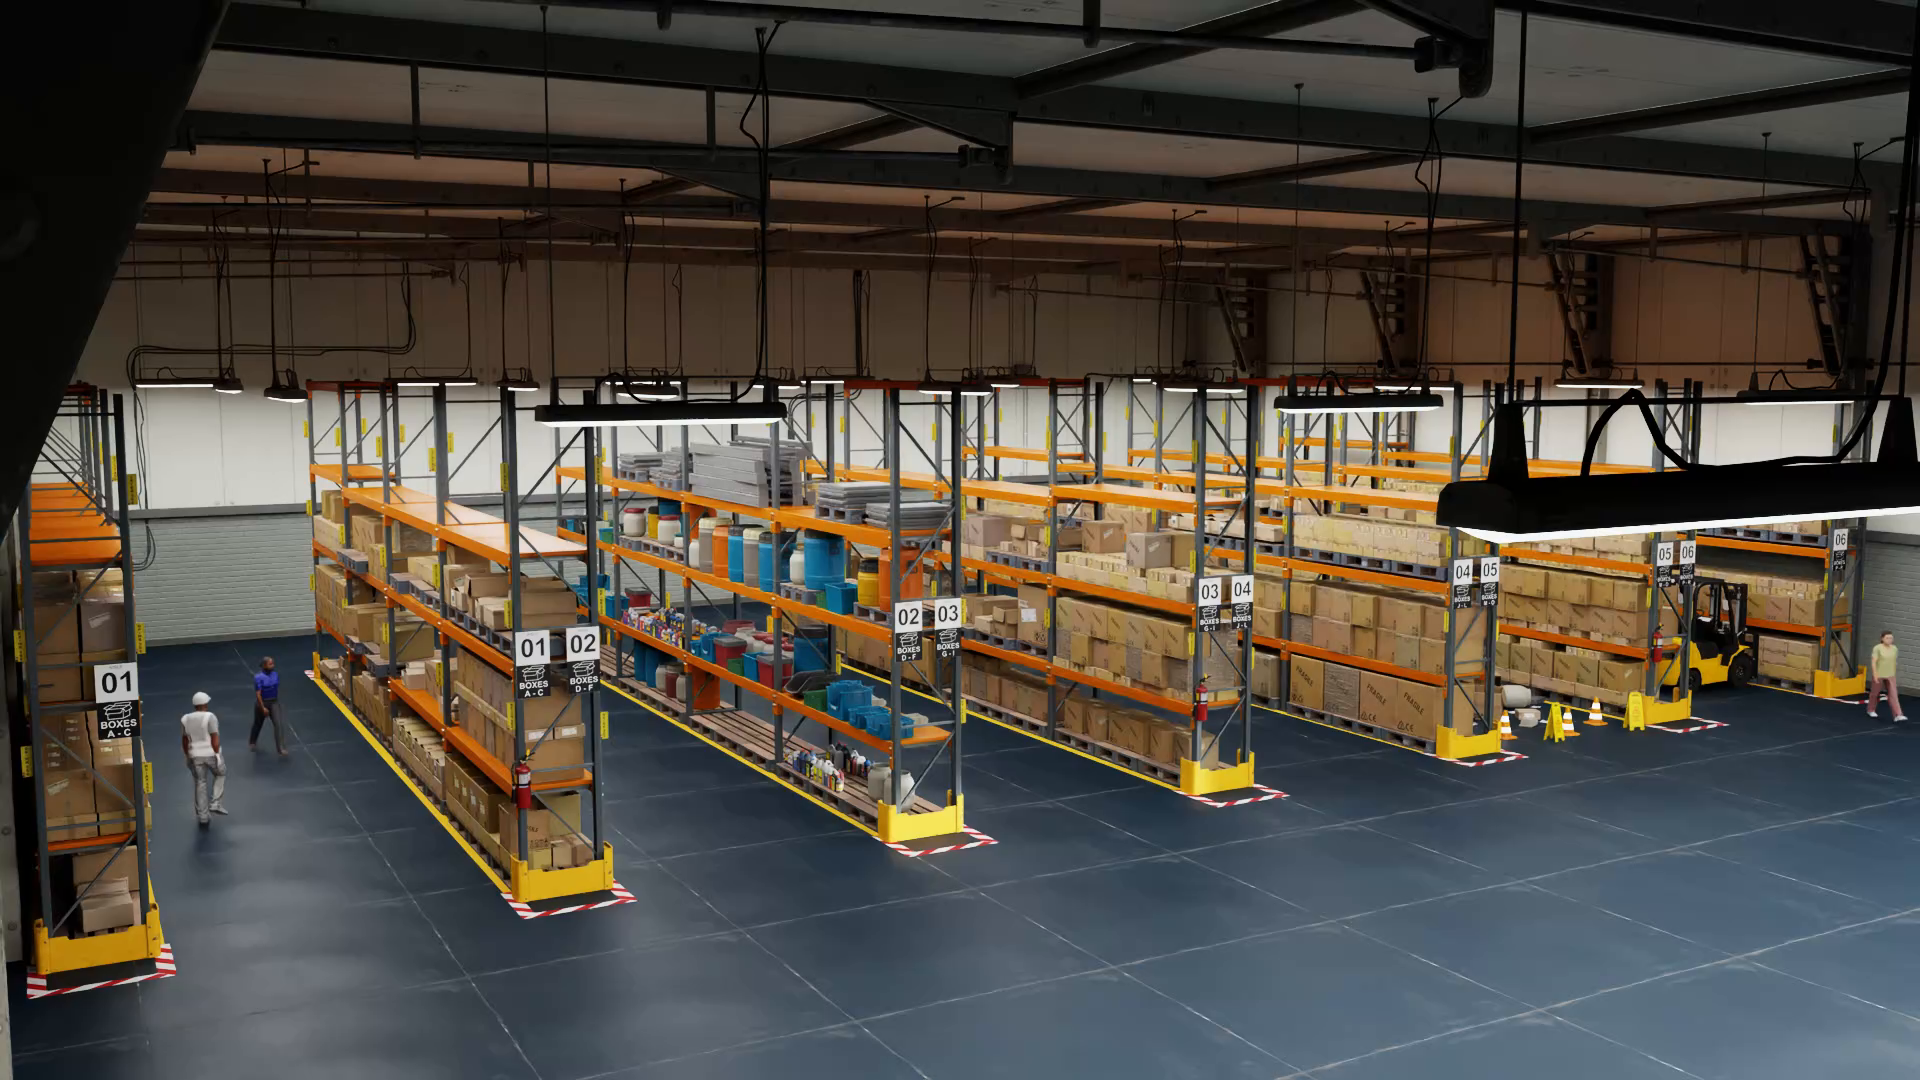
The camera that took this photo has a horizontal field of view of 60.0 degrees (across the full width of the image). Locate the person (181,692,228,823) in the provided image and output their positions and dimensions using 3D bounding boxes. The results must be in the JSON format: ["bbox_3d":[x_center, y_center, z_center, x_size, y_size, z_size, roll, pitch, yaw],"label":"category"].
[{"bbox_3d":[-10.479,2.988,23.016,0.558,1.764,0.498,-1,6,-13],"label":"person"}]

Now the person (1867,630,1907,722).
[{"bbox_3d":[16.327,2.395,29.314,0.471,1.608,1.089,1,6,11],"label":"person"}]

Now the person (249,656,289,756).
[{"bbox_3d":[-11.195,2.663,26.861,0.419,1.595,1.065,-6,8,-43],"label":"person"}]
